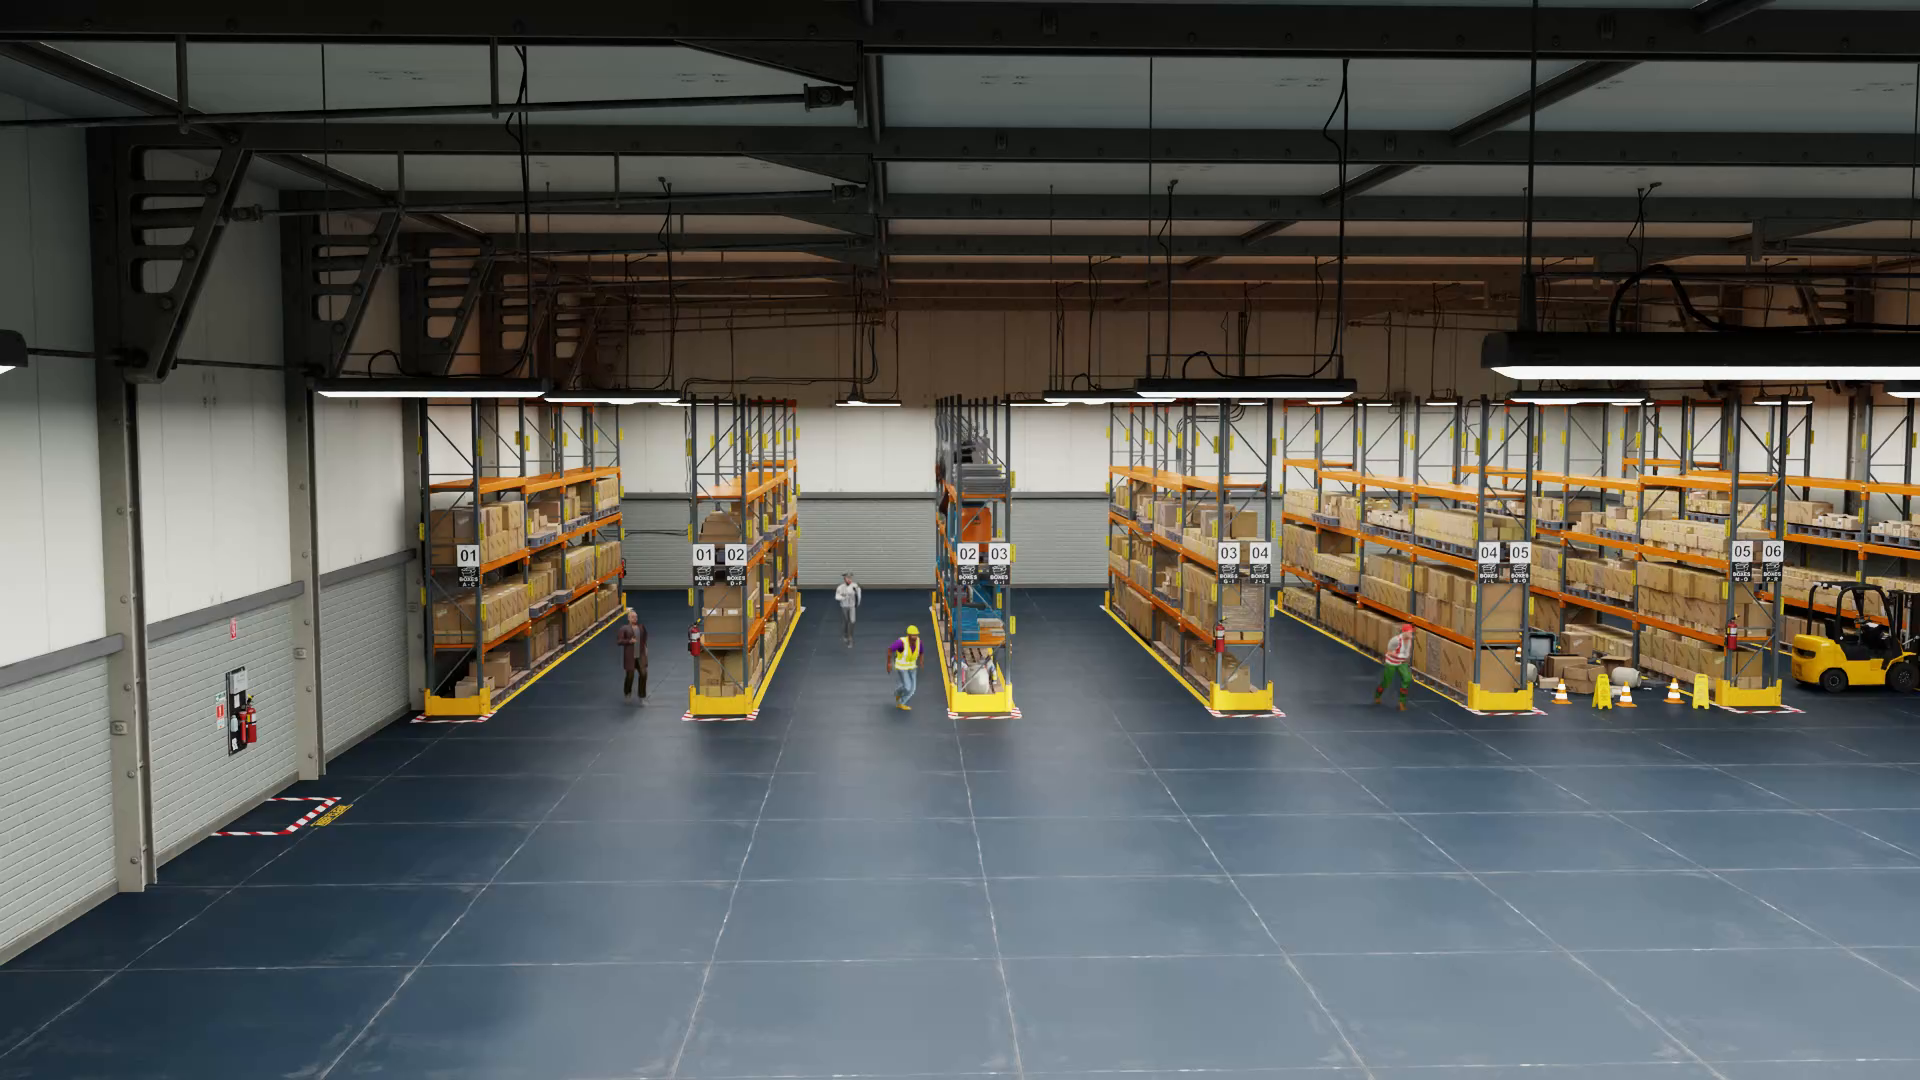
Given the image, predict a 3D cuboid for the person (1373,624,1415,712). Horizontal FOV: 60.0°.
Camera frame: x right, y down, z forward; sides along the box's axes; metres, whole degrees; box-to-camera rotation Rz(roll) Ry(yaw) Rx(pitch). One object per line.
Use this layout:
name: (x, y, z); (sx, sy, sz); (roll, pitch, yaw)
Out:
person: (8.296, 2.415, 31.727); (0.707, 1.724, 1.030); (-2, 5, -28)

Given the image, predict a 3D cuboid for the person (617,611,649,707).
person: (-6.331, 2.293, 32.243); (0.693, 1.840, 0.850); (-3, 5, -29)

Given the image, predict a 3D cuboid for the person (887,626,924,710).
person: (-1.025, 2.423, 31.536); (0.714, 1.633, 0.740); (-3, 5, -32)

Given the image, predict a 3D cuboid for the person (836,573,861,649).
person: (-2.586, 1.617, 38.575); (0.638, 1.771, 0.791); (-1, 5, -15)
